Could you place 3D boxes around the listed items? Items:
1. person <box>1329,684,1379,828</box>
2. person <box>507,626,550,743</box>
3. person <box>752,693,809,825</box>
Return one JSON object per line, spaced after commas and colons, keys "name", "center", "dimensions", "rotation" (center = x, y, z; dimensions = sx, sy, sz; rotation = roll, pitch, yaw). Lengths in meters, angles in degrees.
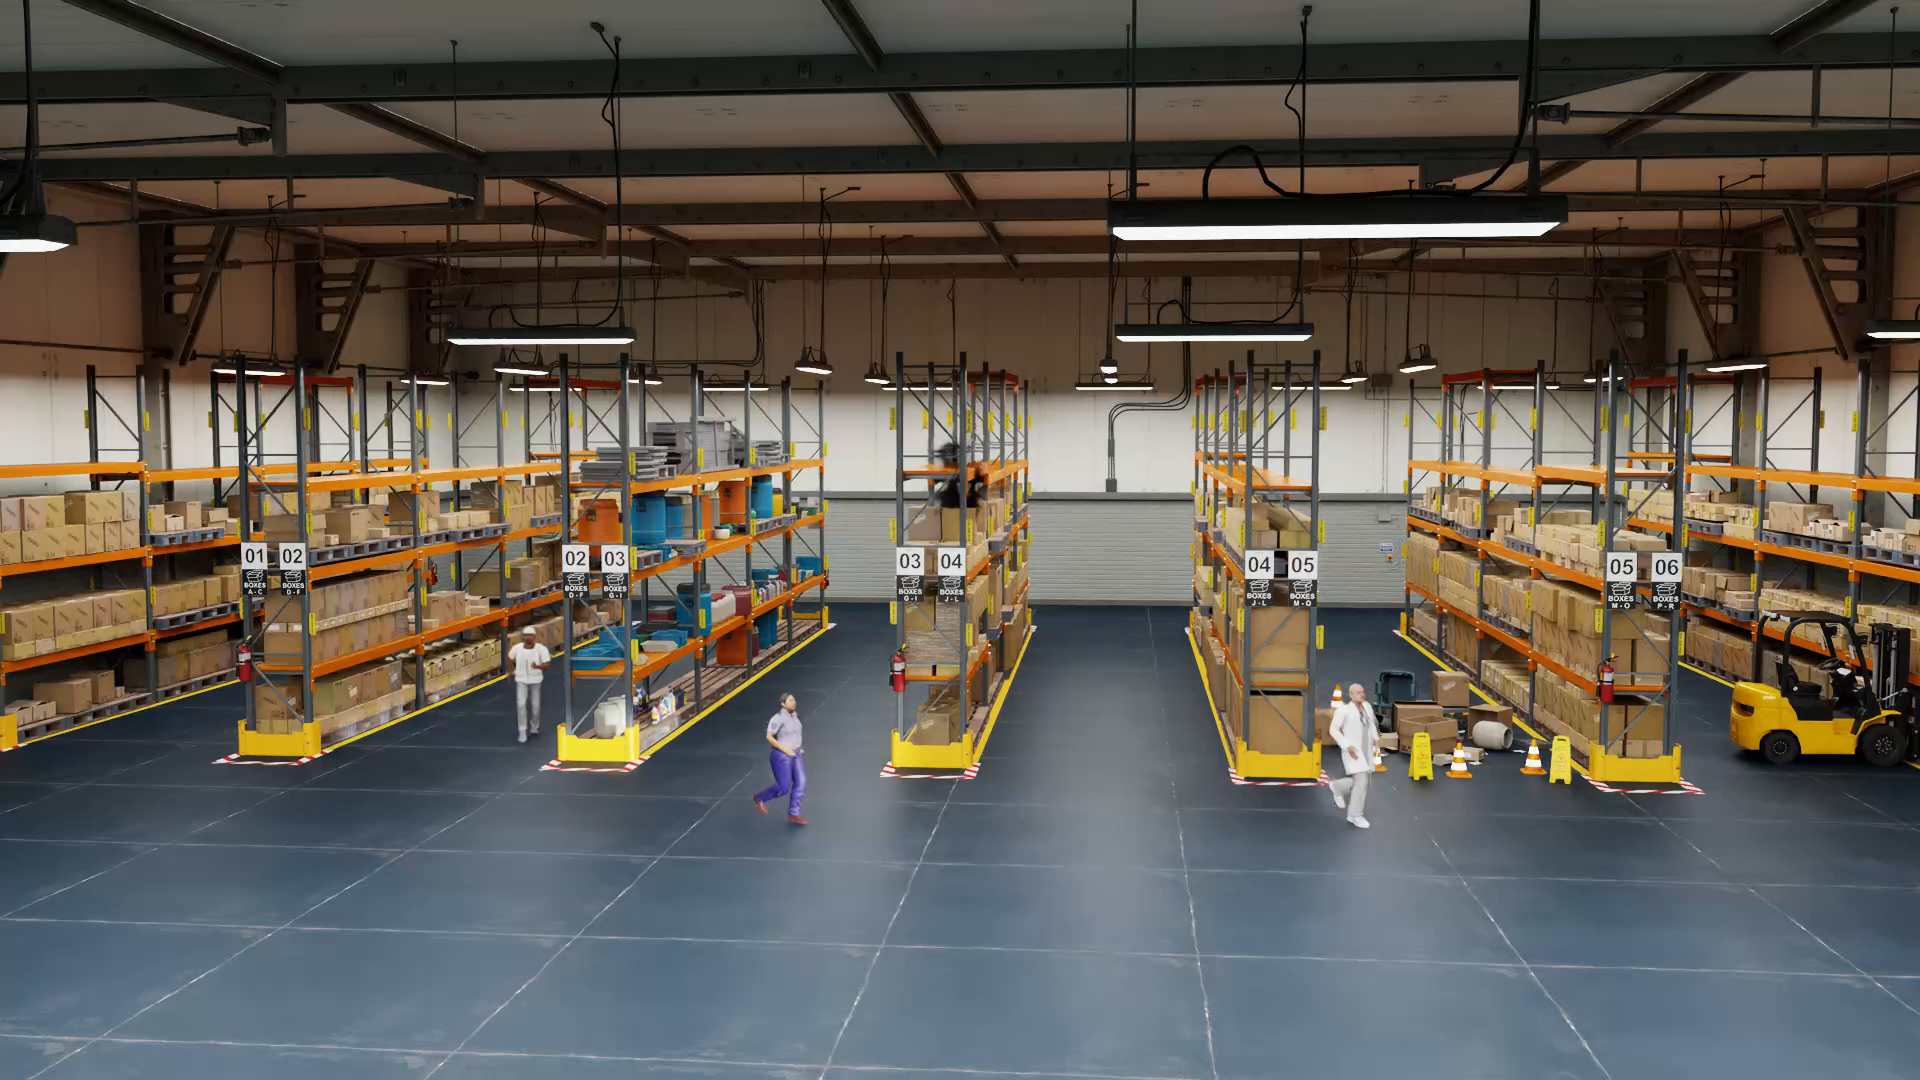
{"name": "person", "center": [4.885, 2.662, 20.802], "dimensions": [0.717, 1.776, 0.738], "rotation": [-2, 5, -30]}
{"name": "person", "center": [-6.786, 2.266, 26.175], "dimensions": [0.669, 1.823, 0.751], "rotation": [-1, 4, -13]}
{"name": "person", "center": [-2.211, 2.720, 20.834], "dimensions": [0.773, 1.627, 0.622], "rotation": [2, 5, 28]}
